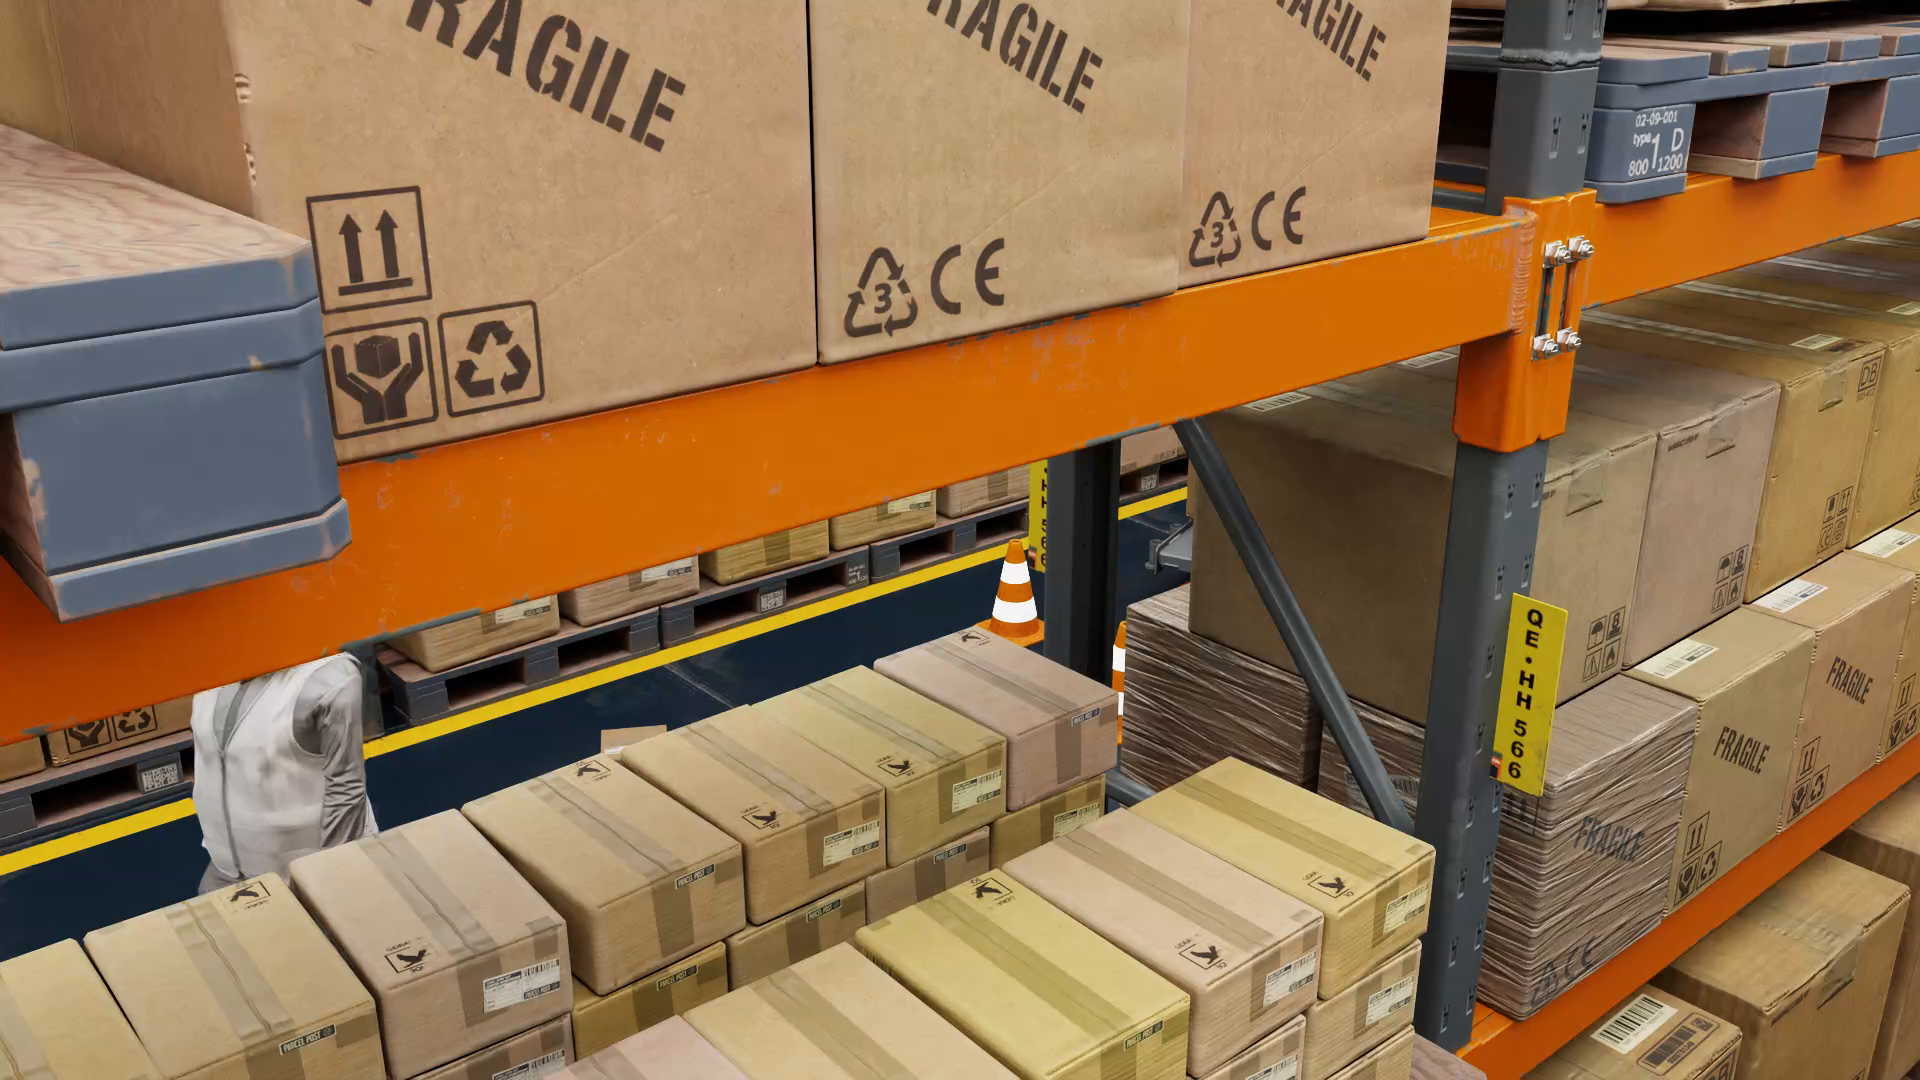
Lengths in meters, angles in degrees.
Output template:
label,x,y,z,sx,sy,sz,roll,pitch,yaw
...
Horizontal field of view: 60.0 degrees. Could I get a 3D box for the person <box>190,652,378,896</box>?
label,x,y,z,sx,sy,sz,roll,pitch,yaw
person,-1.762,0.850,4.308,0.536,1.809,0.479,8,22,21
